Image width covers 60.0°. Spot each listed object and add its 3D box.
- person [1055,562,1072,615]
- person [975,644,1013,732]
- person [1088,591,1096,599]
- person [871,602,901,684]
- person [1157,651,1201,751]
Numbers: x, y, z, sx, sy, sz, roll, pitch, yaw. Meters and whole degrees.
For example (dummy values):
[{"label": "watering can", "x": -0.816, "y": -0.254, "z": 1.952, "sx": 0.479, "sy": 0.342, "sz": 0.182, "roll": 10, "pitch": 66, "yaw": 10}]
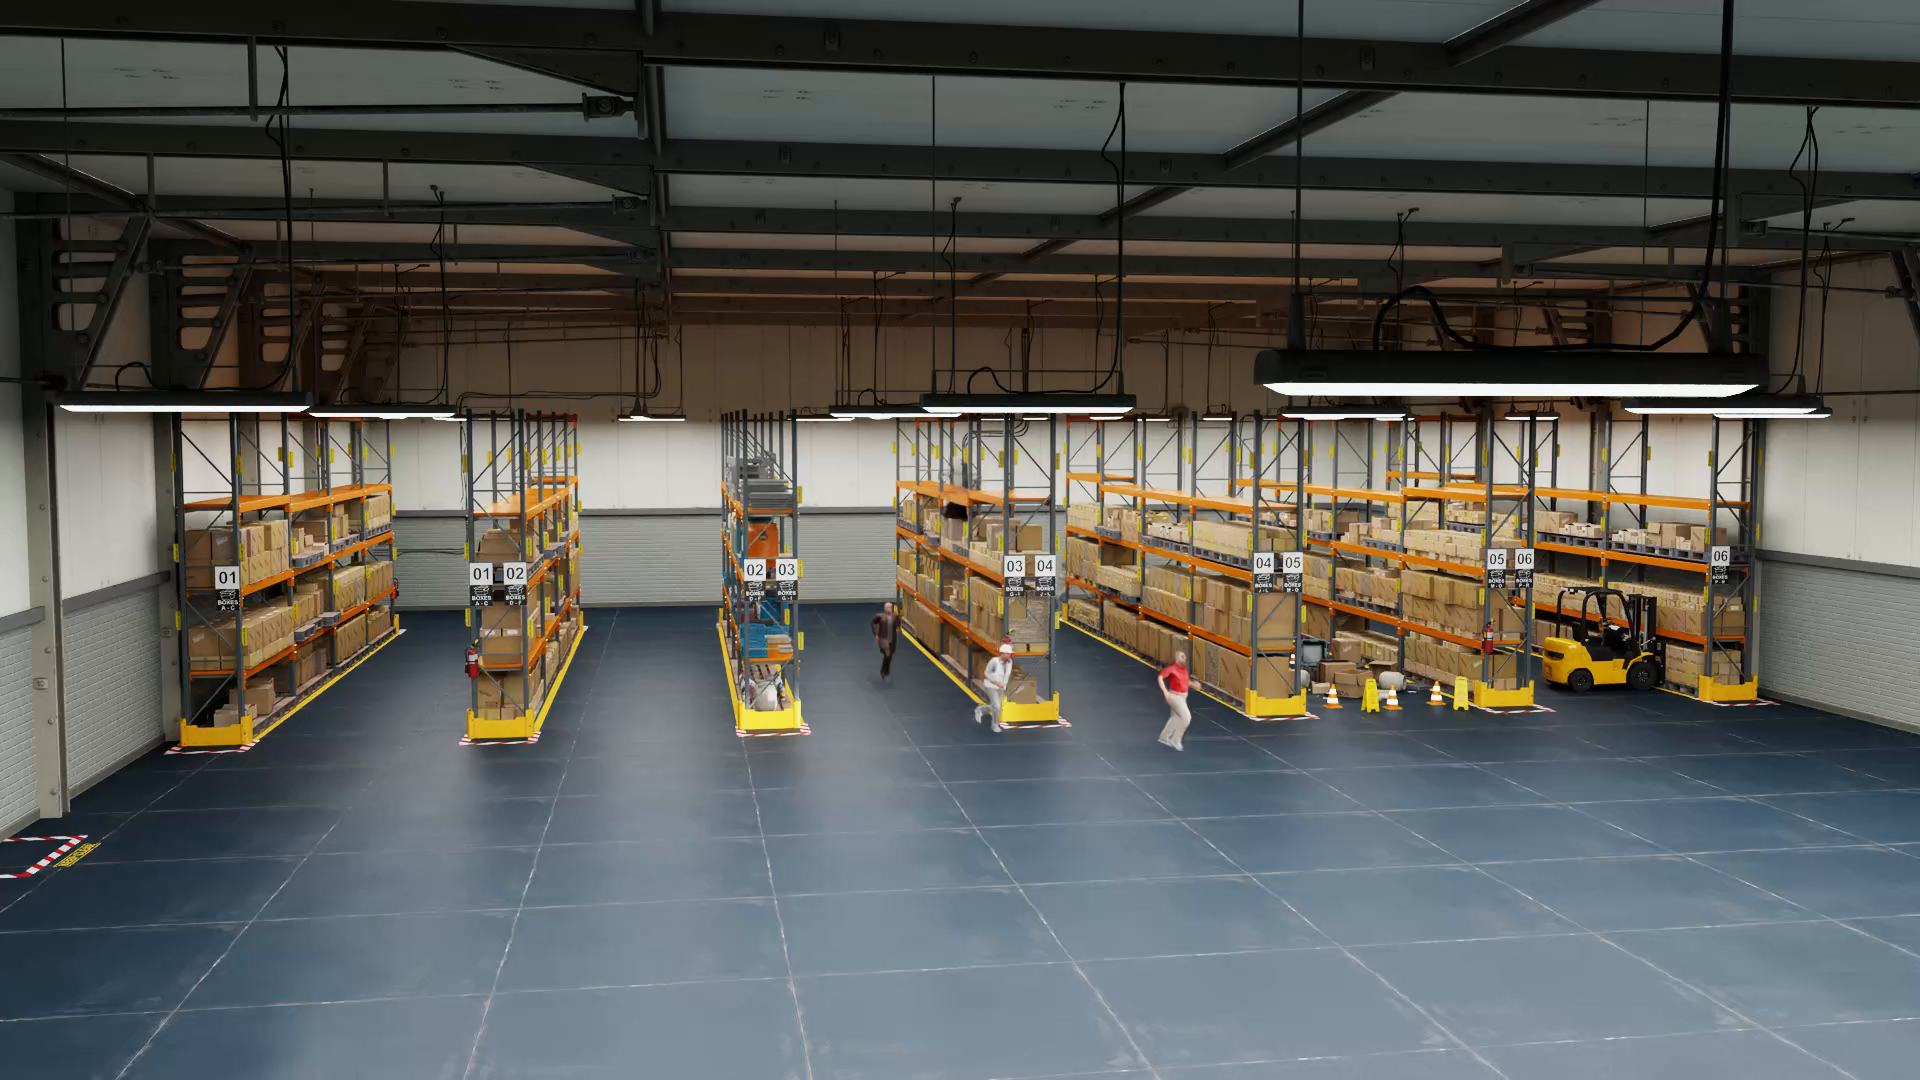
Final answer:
[{"label": "person", "x": 3.150, "y": 1.493, "z": 49.633, "sx": 0.649, "sy": 1.604, "sz": 0.601, "roll": -1, "pitch": 4, "yaw": -19}, {"label": "person", "x": 0.649, "y": 2.744, "z": 31.055, "sx": 0.667, "sy": 1.667, "sz": 0.950, "roll": -3, "pitch": 5, "yaw": -41}, {"label": "person", "x": 4.074, "y": 1.422, "z": 49.763, "sx": 0.646, "sy": 1.672, "sz": 0.642, "roll": -1, "pitch": 4, "yaw": -20}, {"label": "person", "x": -1.613, "y": 2.279, "z": 36.946, "sx": 0.613, "sy": 1.815, "sz": 0.909, "roll": -2, "pitch": 5, "yaw": -28}, {"label": "person", "x": 3.862, "y": 2.843, "z": 29.336, "sx": 0.757, "sy": 1.775, "sz": 0.648, "roll": 2, "pitch": 4, "yaw": 27}]
